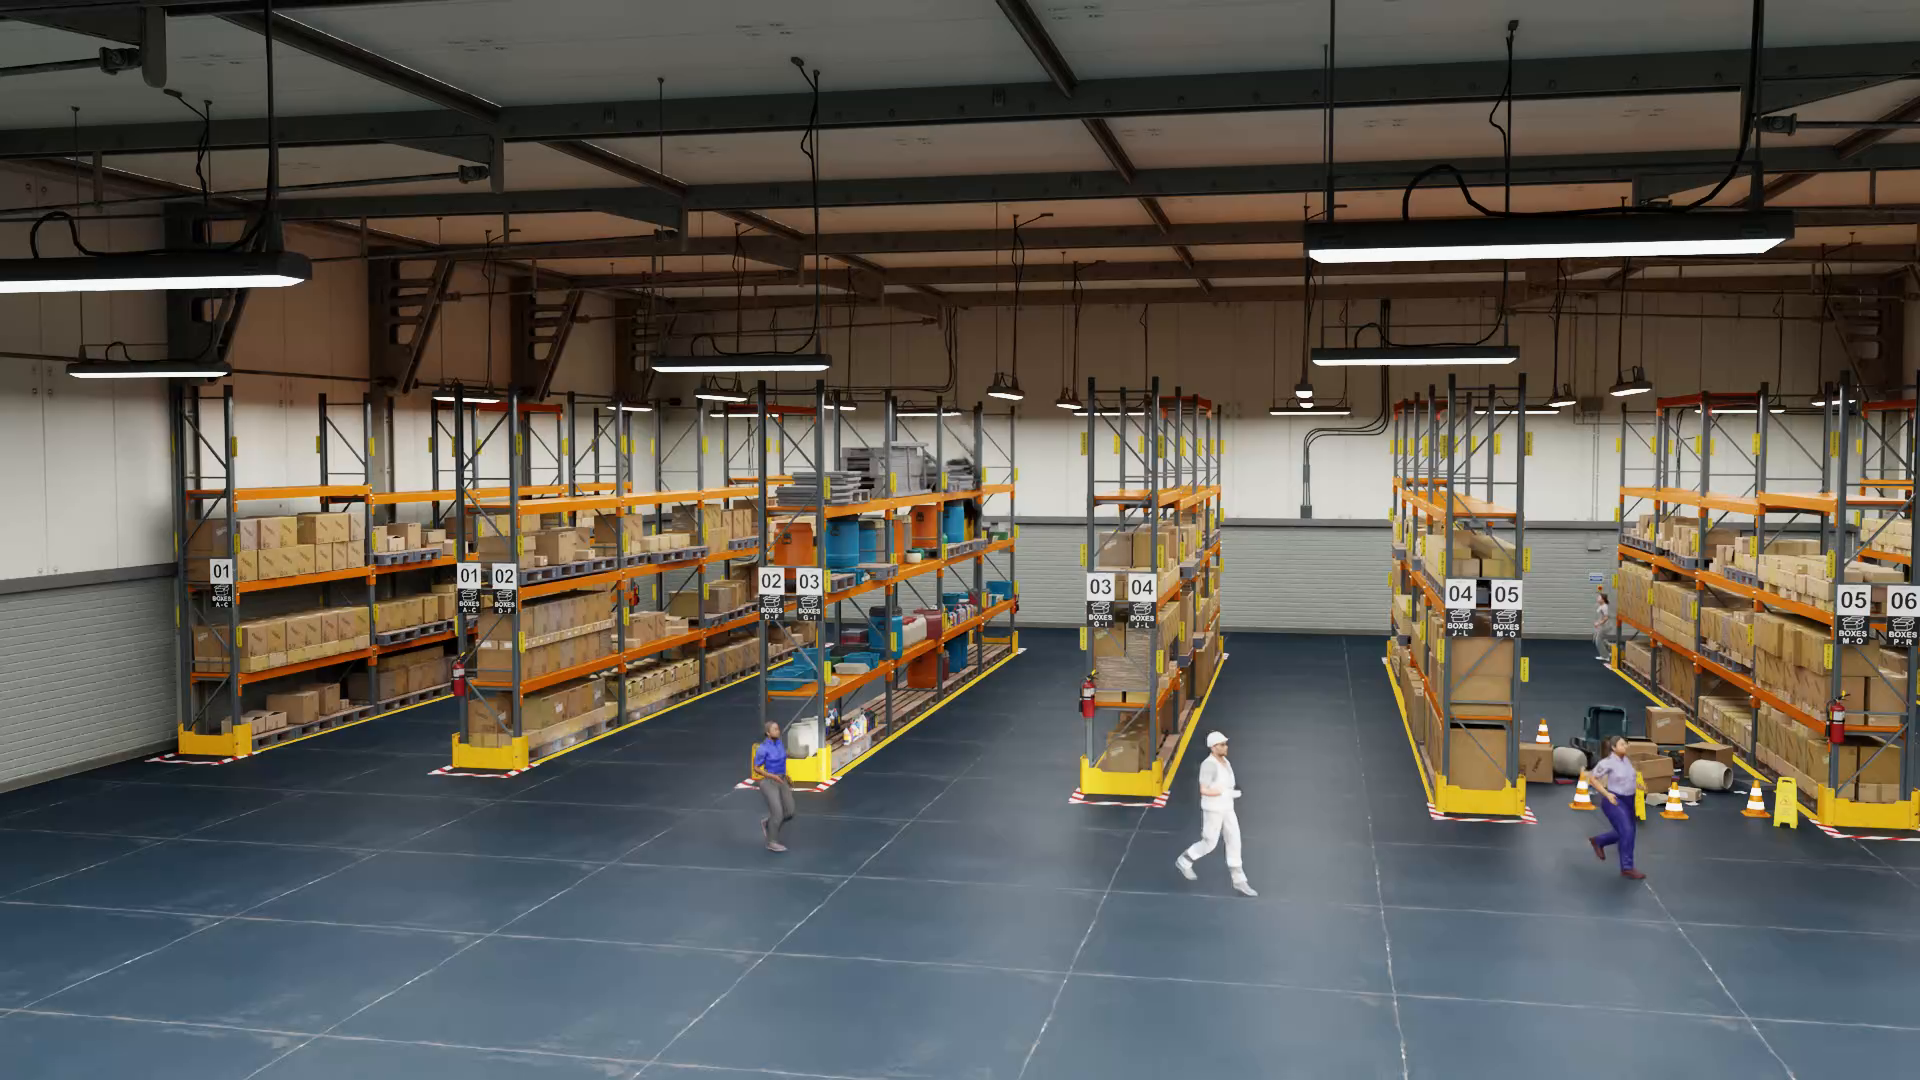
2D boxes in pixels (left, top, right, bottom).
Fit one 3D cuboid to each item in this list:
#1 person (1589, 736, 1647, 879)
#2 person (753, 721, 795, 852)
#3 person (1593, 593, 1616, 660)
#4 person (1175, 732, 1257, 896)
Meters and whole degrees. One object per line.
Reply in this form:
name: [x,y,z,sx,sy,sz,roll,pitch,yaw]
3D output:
person: [7.704,3.106,19.519,0.620,1.603,0.823,-2,4,-34]
person: [-2.293,3.043,20.599,0.557,1.606,0.572,2,4,35]
person: [15.114,2.034,38.917,0.573,1.593,0.558,1,3,18]
person: [2.875,3.045,18.666,0.987,1.799,0.653,3,4,38]
